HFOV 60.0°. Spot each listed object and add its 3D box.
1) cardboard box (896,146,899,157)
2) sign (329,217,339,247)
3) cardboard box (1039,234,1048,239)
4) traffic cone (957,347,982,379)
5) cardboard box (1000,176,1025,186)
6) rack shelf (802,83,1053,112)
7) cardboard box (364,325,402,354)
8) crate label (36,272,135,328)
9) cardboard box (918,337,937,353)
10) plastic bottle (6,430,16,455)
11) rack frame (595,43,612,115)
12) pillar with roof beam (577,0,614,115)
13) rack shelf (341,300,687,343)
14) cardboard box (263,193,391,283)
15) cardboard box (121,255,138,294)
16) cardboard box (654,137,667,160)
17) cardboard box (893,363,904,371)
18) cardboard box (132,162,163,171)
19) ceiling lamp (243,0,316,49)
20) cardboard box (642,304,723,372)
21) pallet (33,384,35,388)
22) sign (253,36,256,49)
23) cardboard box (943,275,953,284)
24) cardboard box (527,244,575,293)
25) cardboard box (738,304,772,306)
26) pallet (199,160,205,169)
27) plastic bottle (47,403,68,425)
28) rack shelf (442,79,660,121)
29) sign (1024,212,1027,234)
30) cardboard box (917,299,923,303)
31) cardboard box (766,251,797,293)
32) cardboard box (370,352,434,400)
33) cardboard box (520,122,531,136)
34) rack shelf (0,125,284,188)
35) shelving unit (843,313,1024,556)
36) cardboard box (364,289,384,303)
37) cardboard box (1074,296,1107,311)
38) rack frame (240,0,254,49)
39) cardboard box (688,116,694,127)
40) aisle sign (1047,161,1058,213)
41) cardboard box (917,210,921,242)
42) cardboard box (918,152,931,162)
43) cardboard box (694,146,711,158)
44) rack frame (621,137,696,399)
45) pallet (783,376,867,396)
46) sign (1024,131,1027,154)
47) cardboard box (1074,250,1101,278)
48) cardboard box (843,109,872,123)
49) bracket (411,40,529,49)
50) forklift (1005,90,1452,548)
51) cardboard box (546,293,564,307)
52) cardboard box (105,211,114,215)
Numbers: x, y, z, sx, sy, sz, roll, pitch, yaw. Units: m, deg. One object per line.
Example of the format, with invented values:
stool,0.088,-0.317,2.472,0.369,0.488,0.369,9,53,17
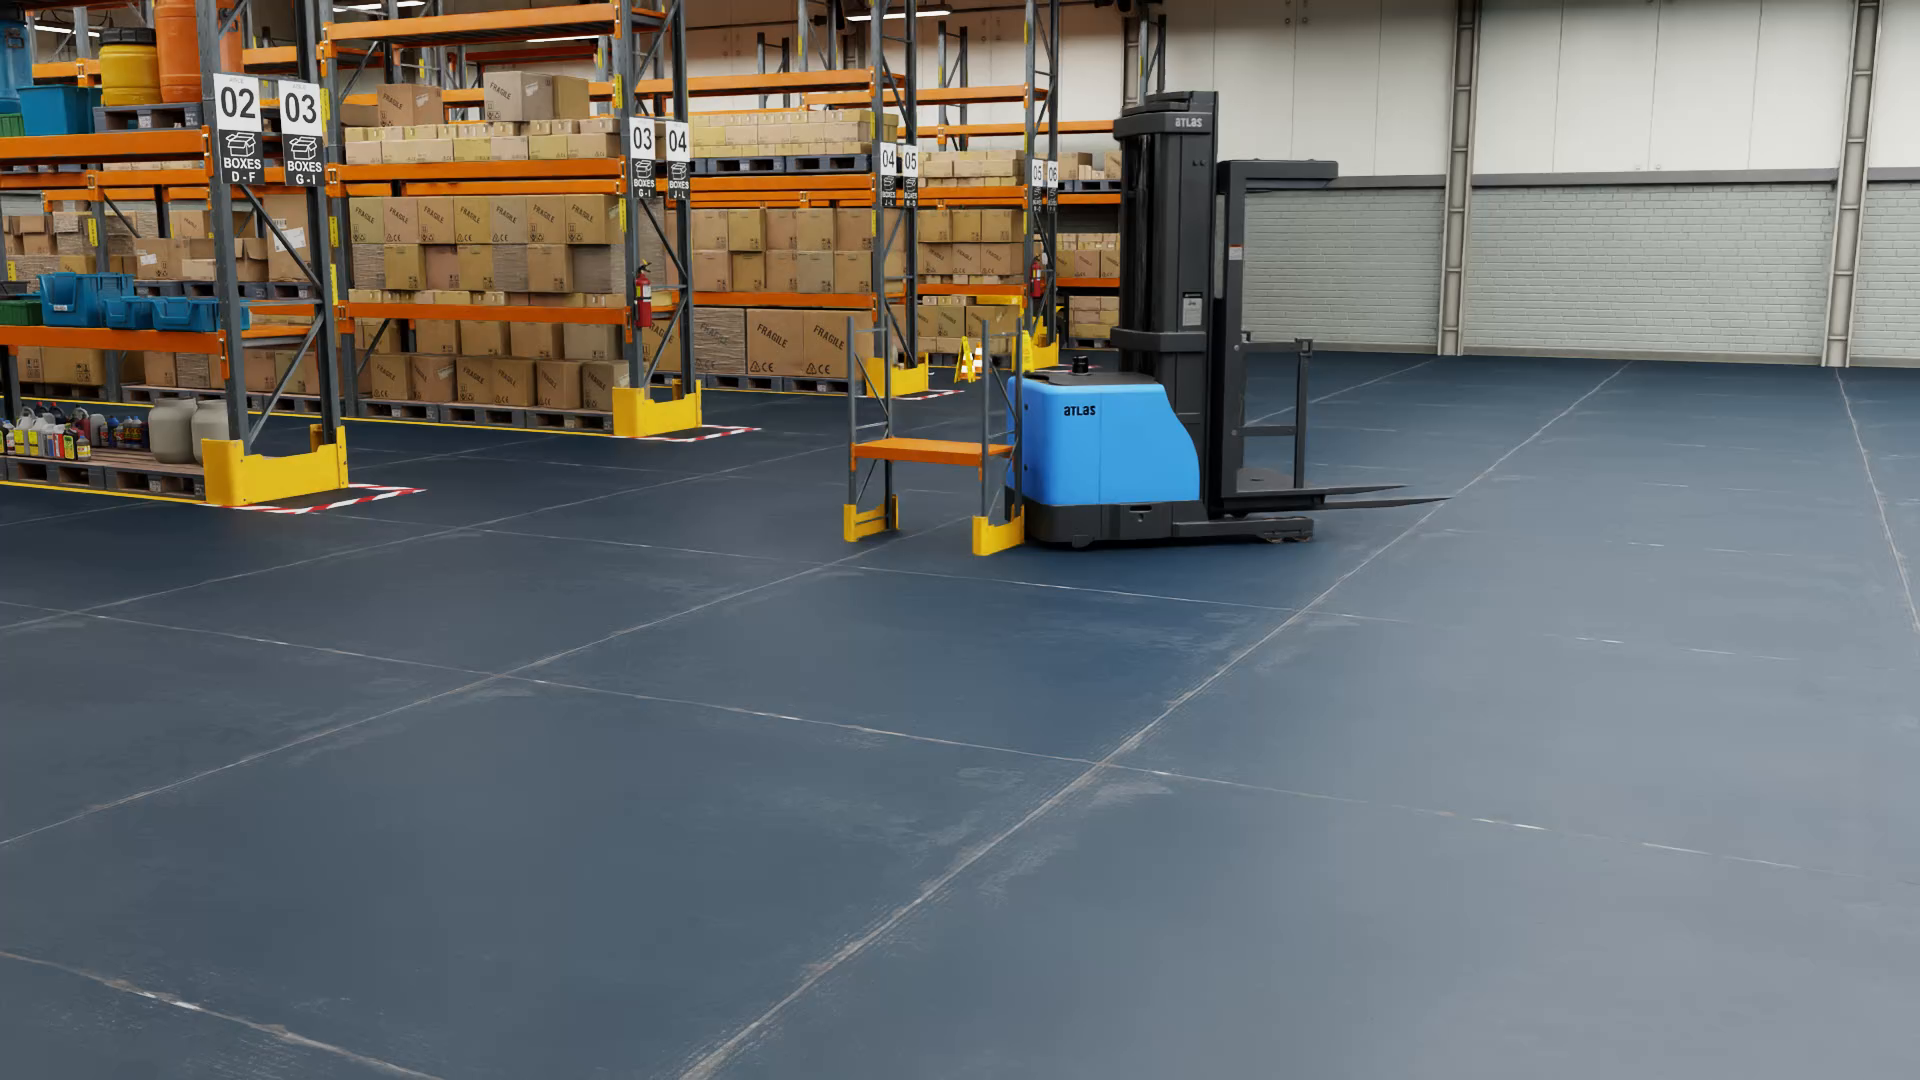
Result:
cardboard box,-1.004,-5.098,21.798,0.250,0.149,0.380,5,11,26
sign,-6.953,-3.423,18.471,0.005,0.325,0.100,5,11,26
cardboard box,1.662,-5.632,30.990,0.250,0.149,0.380,5,11,27
traffic cone,0.119,-2.585,24.216,0.334,0.463,0.336,5,11,26
cardboard box,0.818,-5.546,25.733,0.250,0.149,0.380,5,11,26
rack shelf,-0.532,-6.964,26.470,4.000,0.370,1.077,5,11,26
cardboard box,-8.718,-3.029,25.381,0.500,0.500,0.500,5,11,26
crate label,-7.085,-1.955,13.513,0.616,0.435,0.502,5,11,26
cardboard box,-0.515,-3.167,26.846,0.500,0.250,0.500,5,11,24
plastic bottle,-7.949,-0.820,13.961,0.097,0.201,0.097,0,10,0
rack frame,-7.307,-8.901,35.141,0.127,3.000,1.000,5,11,26
pillar with roof beam,-9.438,-8.412,32.441,0.548,9.000,9.100,5,11,26
rack shelf,-4.917,-2.431,18.259,4.000,0.370,1.077,5,11,26
cardboard box,-7.361,-3.529,19.444,1.000,1.000,1.000,5,11,26
cardboard box,-10.613,-3.389,21.250,0.500,0.500,0.500,5,12,27
cardboard box,-3.441,-4.109,17.508,0.500,0.250,0.500,5,12,28
cardboard box,-0.807,-2.588,25.111,0.380,0.149,0.250,-7,12,-33
cardboard box,-9.529,-4.542,19.900,0.500,0.250,0.500,5,12,27
ceiling lamp,-14.328,-11.928,35.475,0.800,3.185,2.000,5,11,26
cardboard box,-3.892,-2.827,23.215,0.875,0.875,0.875,5,11,27
pallet,-13.160,-2.152,22.527,1.213,0.211,1.003,5,11,26
sign,-11.359,-7.936,26.742,0.005,0.325,0.100,5,11,26
cardboard box,-0.077,-4.166,26.529,0.250,0.149,0.380,5,11,27
cardboard box,-4.106,-2.891,17.664,0.500,0.500,0.875,5,11,26
cardboard box,-4.194,-4.609,34.113,0.500,0.500,0.500,5,12,27
pallet,-8.149,-4.473,19.627,1.003,0.211,1.213,5,11,26
plastic bottle,-8.025,-1.045,14.782,0.185,0.351,0.144,4,11,23
rack shelf,-6.219,-6.285,23.835,4.000,0.370,1.077,5,11,26
sign,0.998,-4.848,25.457,0.005,0.325,0.100,5,11,26
cardboard box,-0.606,-4.396,32.584,0.625,0.625,0.875,6,12,28
cardboard box,-2.141,-3.611,22.340,0.550,0.550,0.875,5,11,26
cardboard box,-6.370,-1.881,19.041,0.500,0.500,0.500,5,11,24
cardboard box,-4.388,-4.296,17.425,0.250,0.149,0.380,5,11,26
rack shelf,-7.109,-3.116,13.621,4.000,0.370,1.077,5,11,26
shelving unit,-0.176,-0.727,11.037,1.083,1.500,0.587,6,12,29
cardboard box,-6.433,-2.732,18.608,0.250,0.149,0.380,5,11,26
cardboard box,2.443,-4.374,30.711,0.500,0.250,0.500,5,12,27
rack frame,-11.600,-7.309,26.347,0.127,3.000,1.000,5,11,26
cardboard box,-3.565,-5.584,22.247,0.250,0.149,0.380,5,11,25
aisle sign,1.454,-5.534,26.084,0.004,0.787,0.394,5,11,26
cardboard box,-0.633,-5.029,26.672,0.500,0.500,0.700,5,11,25
cardboard box,-0.563,-6.050,26.278,0.250,0.149,0.380,5,12,27
cardboard box,-3.336,-5.172,22.207,0.250,0.149,0.380,5,11,25
rack frame,-3.124,-2.627,17.324,0.127,3.000,1.000,5,11,26
pallet,-1.590,-2.090,22.184,1.213,0.211,1.003,5,11,26
sign,0.998,-6.035,25.242,0.005,0.325,0.100,5,11,26
cardboard box,2.436,-5.091,30.658,0.500,0.500,0.500,5,12,28
cardboard box,-1.291,-5.384,21.142,0.250,0.149,0.380,5,11,26
bracket,-10.373,-11.050,36.908,4.783,0.066,0.076,5,11,26
forklift,1.886,-1.509,11.337,3.031,2.935,1.130,-3,11,-14
cardboard box,-4.159,-2.547,17.583,0.250,0.149,0.380,5,11,26
cardboard box,-13.990,-5.199,27.609,0.500,0.500,0.500,5,11,25
